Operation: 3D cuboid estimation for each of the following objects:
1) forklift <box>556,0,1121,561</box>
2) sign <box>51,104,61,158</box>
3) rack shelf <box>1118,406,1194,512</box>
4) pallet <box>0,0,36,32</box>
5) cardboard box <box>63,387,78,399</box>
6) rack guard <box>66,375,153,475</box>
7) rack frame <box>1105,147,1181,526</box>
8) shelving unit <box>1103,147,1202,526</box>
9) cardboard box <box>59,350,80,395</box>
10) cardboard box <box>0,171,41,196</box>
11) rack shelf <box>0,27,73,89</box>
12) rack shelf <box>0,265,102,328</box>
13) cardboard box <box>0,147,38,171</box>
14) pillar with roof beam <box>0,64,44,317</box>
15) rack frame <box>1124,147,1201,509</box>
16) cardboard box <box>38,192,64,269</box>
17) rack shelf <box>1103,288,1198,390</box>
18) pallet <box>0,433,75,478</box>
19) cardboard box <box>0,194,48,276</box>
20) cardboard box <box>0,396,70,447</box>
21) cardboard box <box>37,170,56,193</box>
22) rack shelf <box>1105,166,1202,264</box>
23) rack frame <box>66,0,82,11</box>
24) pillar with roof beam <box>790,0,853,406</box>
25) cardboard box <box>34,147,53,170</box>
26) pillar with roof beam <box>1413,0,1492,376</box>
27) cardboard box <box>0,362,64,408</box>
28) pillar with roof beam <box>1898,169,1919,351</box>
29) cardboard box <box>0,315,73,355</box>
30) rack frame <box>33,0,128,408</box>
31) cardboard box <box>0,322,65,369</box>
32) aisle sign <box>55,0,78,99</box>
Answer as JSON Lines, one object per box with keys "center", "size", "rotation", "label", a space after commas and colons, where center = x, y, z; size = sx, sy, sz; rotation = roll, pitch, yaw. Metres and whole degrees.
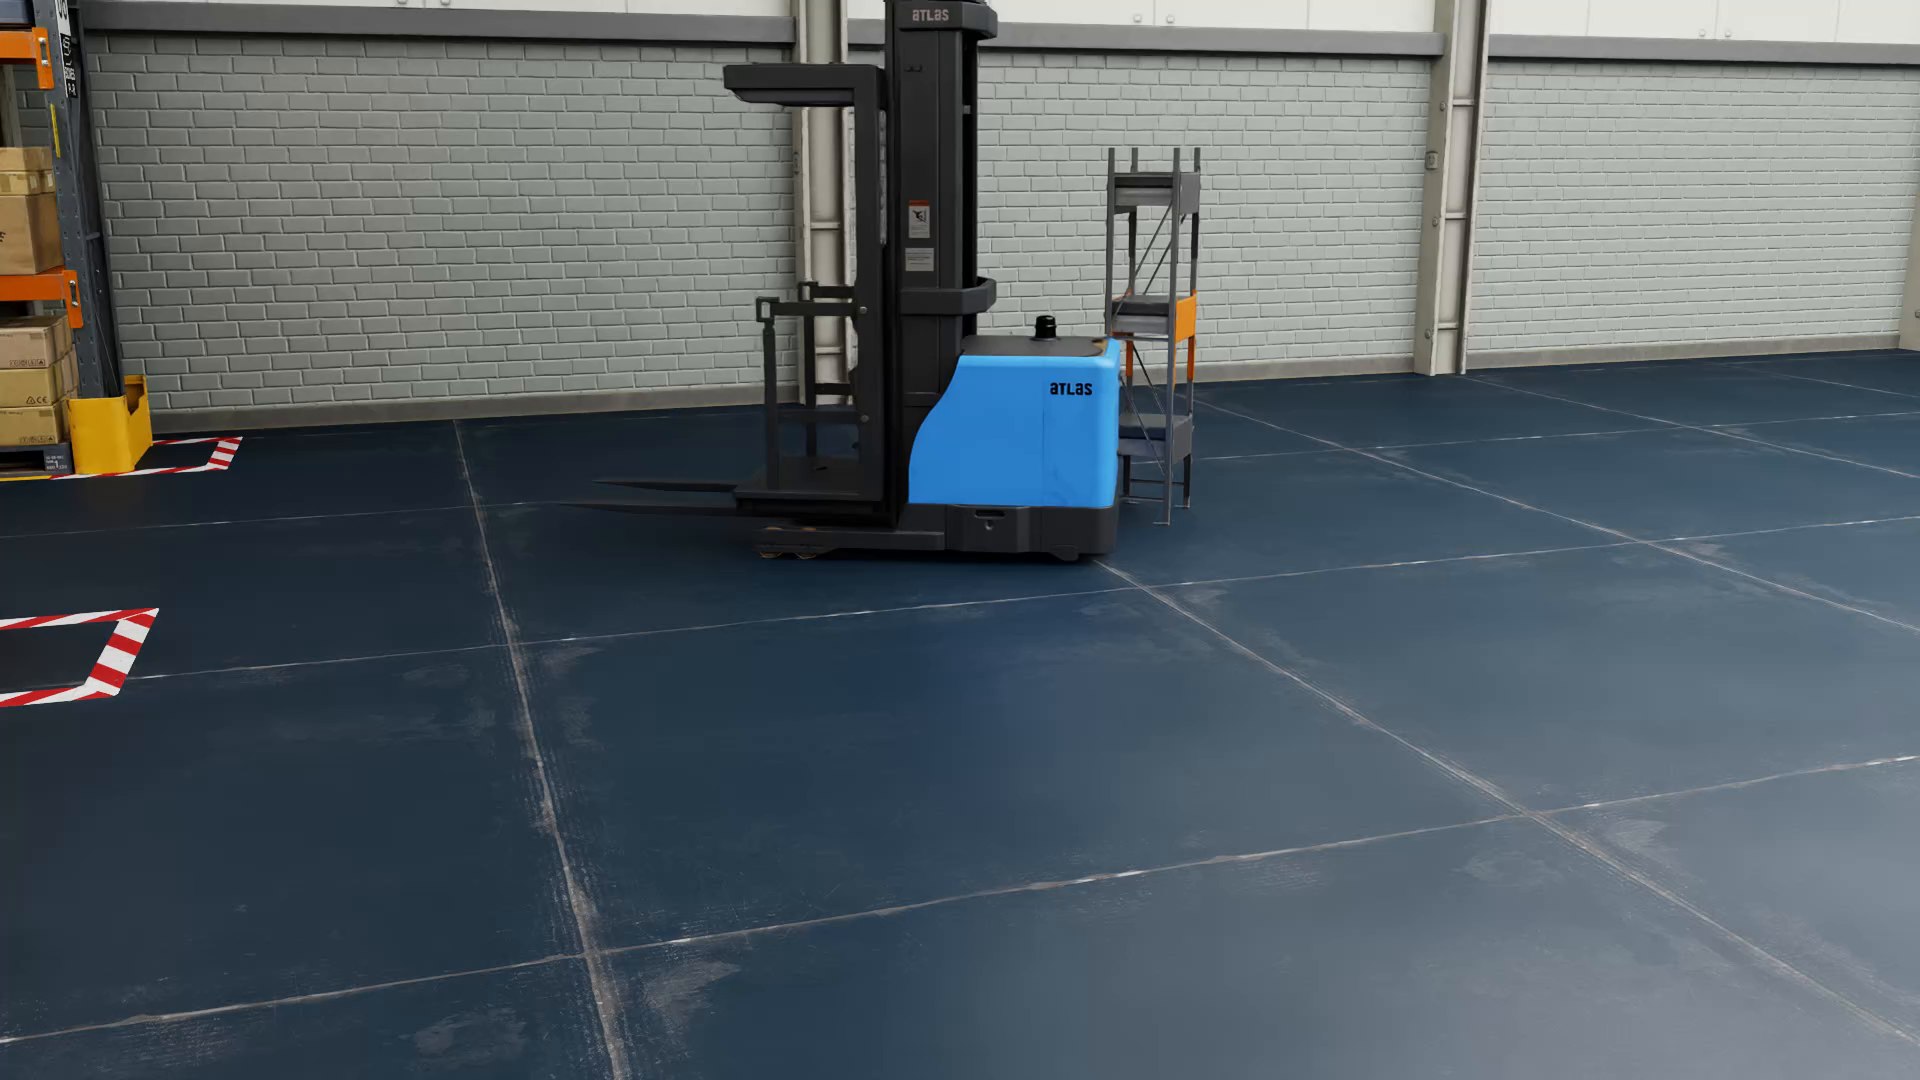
{"center": [-0.654, -1.444, 8.880], "size": [3.031, 2.935, 1.130], "rotation": [2, 13, 7], "label": "forklift"}
{"center": [-5.707, -2.580, 10.494], "size": [0.005, 0.325, 0.100], "rotation": [-4, 14, -18], "label": "sign"}
{"center": [1.093, -0.479, 9.703], "size": [0.431, 0.518, 0.480], "rotation": [5, 14, 20], "label": "rack shelf"}
{"center": [-6.545, -3.391, 10.628], "size": [1.213, 0.211, 1.003], "rotation": [-4, 14, -18], "label": "pallet"}
{"center": [-6.394, -0.895, 11.458], "size": [0.500, 0.250, 0.500], "rotation": [-4, 14, -18], "label": "cardboard box"}
{"center": [-5.844, -0.807, 11.457], "size": [0.348, 0.500, 1.175], "rotation": [-4, 14, -18], "label": "rack guard"}
{"center": [1.006, -1.121, 9.316], "size": [0.400, 2.100, 0.015], "rotation": [5, 14, 20], "label": "rack frame"}
{"center": [1.093, -1.173, 9.538], "size": [0.431, 2.100, 0.503], "rotation": [5, 14, 20], "label": "shelving unit"}
{"center": [-6.378, -1.142, 11.417], "size": [0.500, 0.250, 0.500], "rotation": [-4, 14, -17], "label": "cardboard box"}
{"center": [-6.106, -2.299, 10.707], "size": [0.250, 0.149, 0.380], "rotation": [-4, 14, -17], "label": "cardboard box"}
{"center": [-7.762, -2.983, 10.276], "size": [4.000, 0.370, 1.077], "rotation": [-4, 14, -18], "label": "rack shelf"}
{"center": [-7.762, -1.524, 10.623], "size": [4.000, 0.370, 1.077], "rotation": [-4, 14, -18], "label": "rack shelf"}
{"center": [-6.139, -2.458, 10.734], "size": [0.250, 0.149, 0.380], "rotation": [-4, 14, -18], "label": "cardboard box"}
{"center": [-5.441, -4.142, 7.111], "size": [0.400, 9.000, 9.100], "rotation": [-4, 14, -18], "label": "pillar with roof beam"}
{"center": [1.180, -1.226, 9.759], "size": [0.400, 2.100, 0.015], "rotation": [5, 14, 20], "label": "rack frame"}
{"center": [-6.425, -2.095, 11.251], "size": [0.500, 0.500, 0.500], "rotation": [-4, 14, -16], "label": "cardboard box"}
{"center": [1.093, -1.160, 9.541], "size": [0.431, 0.518, 0.480], "rotation": [5, 14, 20], "label": "rack shelf"}
{"center": [-6.578, -0.600, 11.207], "size": [1.213, 0.211, 1.003], "rotation": [-4, 14, -18], "label": "pallet"}
{"center": [-6.249, -1.976, 10.754], "size": [0.500, 0.500, 0.500], "rotation": [-5, 14, -19], "label": "cardboard box"}
{"center": [-6.211, -0.784, 10.993], "size": [0.500, 0.250, 0.500], "rotation": [-4, 14, -18], "label": "cardboard box"}
{"center": [-6.271, -2.418, 11.207], "size": [0.250, 0.149, 0.380], "rotation": [-5, 14, -20], "label": "cardboard box"}
{"center": [1.093, -1.841, 9.379], "size": [0.431, 0.518, 0.480], "rotation": [5, 14, 20], "label": "rack shelf"}
{"center": [-5.866, -4.940, 10.466], "size": [0.127, 3.000, 1.000], "rotation": [-4, 14, -18], "label": "rack frame"}
{"center": [0.246, -4.585, 8.973], "size": [0.400, 9.000, 9.100], "rotation": [-4, 14, -18], "label": "pillar with roof beam"}
{"center": [-6.253, -2.553, 11.132], "size": [0.250, 0.149, 0.380], "rotation": [-5, 14, -19], "label": "cardboard box"}
{"center": [5.933, -5.028, 10.835], "size": [0.400, 9.000, 9.100], "rotation": [-4, 14, -18], "label": "pillar with roof beam"}
{"center": [-6.228, -1.027, 10.933], "size": [0.500, 0.250, 0.500], "rotation": [-5, 14, -19], "label": "cardboard box"}
{"center": [11.619, -5.471, 12.696], "size": [0.400, 9.000, 9.100], "rotation": [-4, 14, -18], "label": "pillar with roof beam"}
{"center": [-6.382, -1.381, 11.339], "size": [0.500, 0.250, 0.500], "rotation": [-5, 14, -19], "label": "cardboard box"}
{"center": [-5.866, -2.022, 11.160], "size": [0.127, 3.000, 1.000], "rotation": [-4, 14, -18], "label": "rack frame"}
{"center": [-6.203, -1.272, 10.883], "size": [0.500, 0.250, 0.500], "rotation": [-4, 14, -16], "label": "cardboard box"}
{"center": [-5.710, -3.227, 10.609], "size": [0.004, 0.787, 0.394], "rotation": [-4, 14, -18], "label": "aisle sign"}
